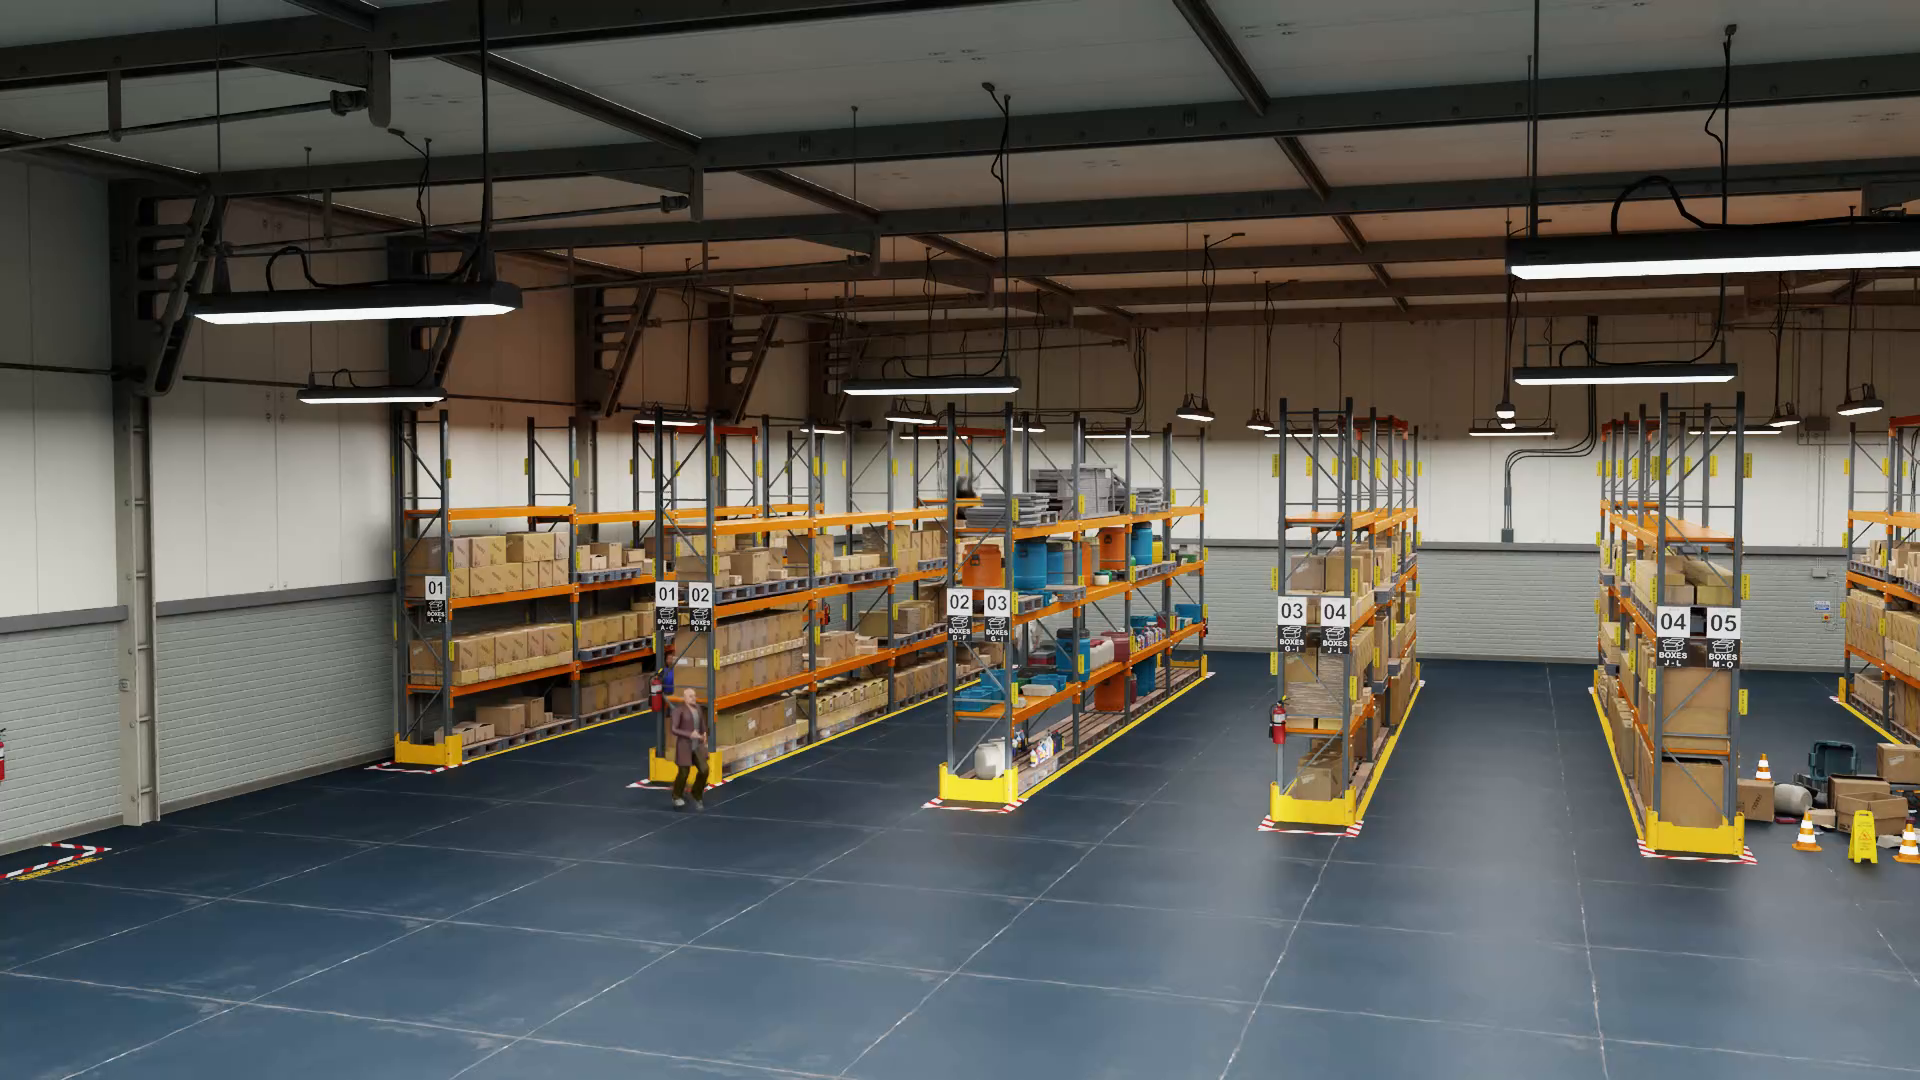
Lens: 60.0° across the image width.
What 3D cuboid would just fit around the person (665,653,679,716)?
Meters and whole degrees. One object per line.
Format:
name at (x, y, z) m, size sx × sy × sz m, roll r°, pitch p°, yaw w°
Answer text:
person at (-5.203, 2.888, 30.042) m, size 0.587 × 1.688 × 0.895 m, roll 1°, pitch 3°, yaw 14°

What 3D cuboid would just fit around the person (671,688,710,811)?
person at (-3.940, 3.090, 24.381) m, size 0.735 × 1.840 × 0.798 m, roll -2°, pitch 3°, yaw -44°

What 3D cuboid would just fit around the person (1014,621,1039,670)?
person at (1.485, 2.455, 37.111) m, size 0.565 × 1.664 × 0.768 m, roll 0°, pitch 2°, yaw 4°
